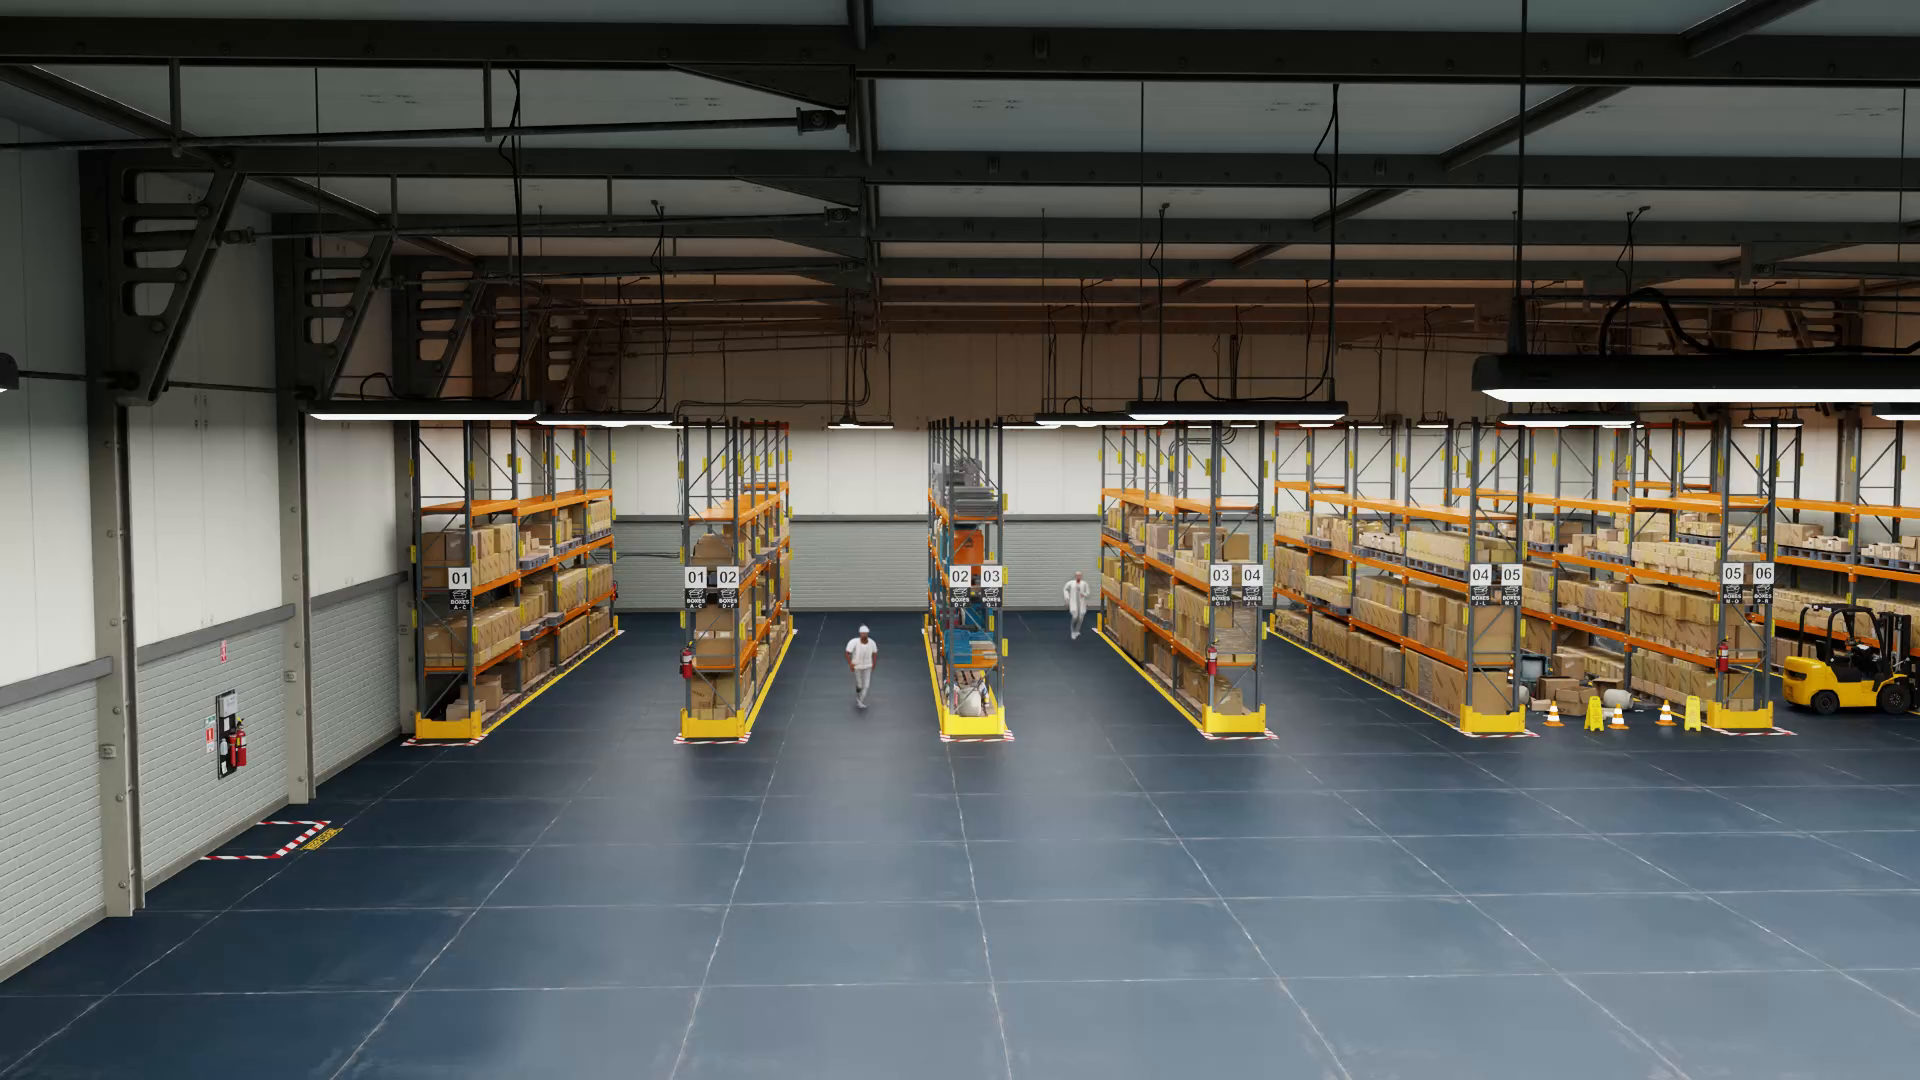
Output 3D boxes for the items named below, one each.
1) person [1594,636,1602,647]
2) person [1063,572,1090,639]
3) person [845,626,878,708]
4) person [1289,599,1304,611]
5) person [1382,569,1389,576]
[{"bbox_3d":[16.274,2.121,42.879,0.608,1.640,0.701,0,4,-8],"label":"person"},{"bbox_3d":[3.128,1.742,44.185,0.669,1.805,0.718,0,4,-8],"label":"person"},{"bbox_3d":[-2.048,2.625,34.550,0.701,1.704,0.592,-1,4,-16],"label":"person"},{"bbox_3d":[10.056,1.638,49.176,0.720,1.789,0.675,-2,4,-24],"label":"person"},{"bbox_3d":[12.908,1.642,50.234,0.621,1.645,0.609,-2,4,-22],"label":"person"}]
